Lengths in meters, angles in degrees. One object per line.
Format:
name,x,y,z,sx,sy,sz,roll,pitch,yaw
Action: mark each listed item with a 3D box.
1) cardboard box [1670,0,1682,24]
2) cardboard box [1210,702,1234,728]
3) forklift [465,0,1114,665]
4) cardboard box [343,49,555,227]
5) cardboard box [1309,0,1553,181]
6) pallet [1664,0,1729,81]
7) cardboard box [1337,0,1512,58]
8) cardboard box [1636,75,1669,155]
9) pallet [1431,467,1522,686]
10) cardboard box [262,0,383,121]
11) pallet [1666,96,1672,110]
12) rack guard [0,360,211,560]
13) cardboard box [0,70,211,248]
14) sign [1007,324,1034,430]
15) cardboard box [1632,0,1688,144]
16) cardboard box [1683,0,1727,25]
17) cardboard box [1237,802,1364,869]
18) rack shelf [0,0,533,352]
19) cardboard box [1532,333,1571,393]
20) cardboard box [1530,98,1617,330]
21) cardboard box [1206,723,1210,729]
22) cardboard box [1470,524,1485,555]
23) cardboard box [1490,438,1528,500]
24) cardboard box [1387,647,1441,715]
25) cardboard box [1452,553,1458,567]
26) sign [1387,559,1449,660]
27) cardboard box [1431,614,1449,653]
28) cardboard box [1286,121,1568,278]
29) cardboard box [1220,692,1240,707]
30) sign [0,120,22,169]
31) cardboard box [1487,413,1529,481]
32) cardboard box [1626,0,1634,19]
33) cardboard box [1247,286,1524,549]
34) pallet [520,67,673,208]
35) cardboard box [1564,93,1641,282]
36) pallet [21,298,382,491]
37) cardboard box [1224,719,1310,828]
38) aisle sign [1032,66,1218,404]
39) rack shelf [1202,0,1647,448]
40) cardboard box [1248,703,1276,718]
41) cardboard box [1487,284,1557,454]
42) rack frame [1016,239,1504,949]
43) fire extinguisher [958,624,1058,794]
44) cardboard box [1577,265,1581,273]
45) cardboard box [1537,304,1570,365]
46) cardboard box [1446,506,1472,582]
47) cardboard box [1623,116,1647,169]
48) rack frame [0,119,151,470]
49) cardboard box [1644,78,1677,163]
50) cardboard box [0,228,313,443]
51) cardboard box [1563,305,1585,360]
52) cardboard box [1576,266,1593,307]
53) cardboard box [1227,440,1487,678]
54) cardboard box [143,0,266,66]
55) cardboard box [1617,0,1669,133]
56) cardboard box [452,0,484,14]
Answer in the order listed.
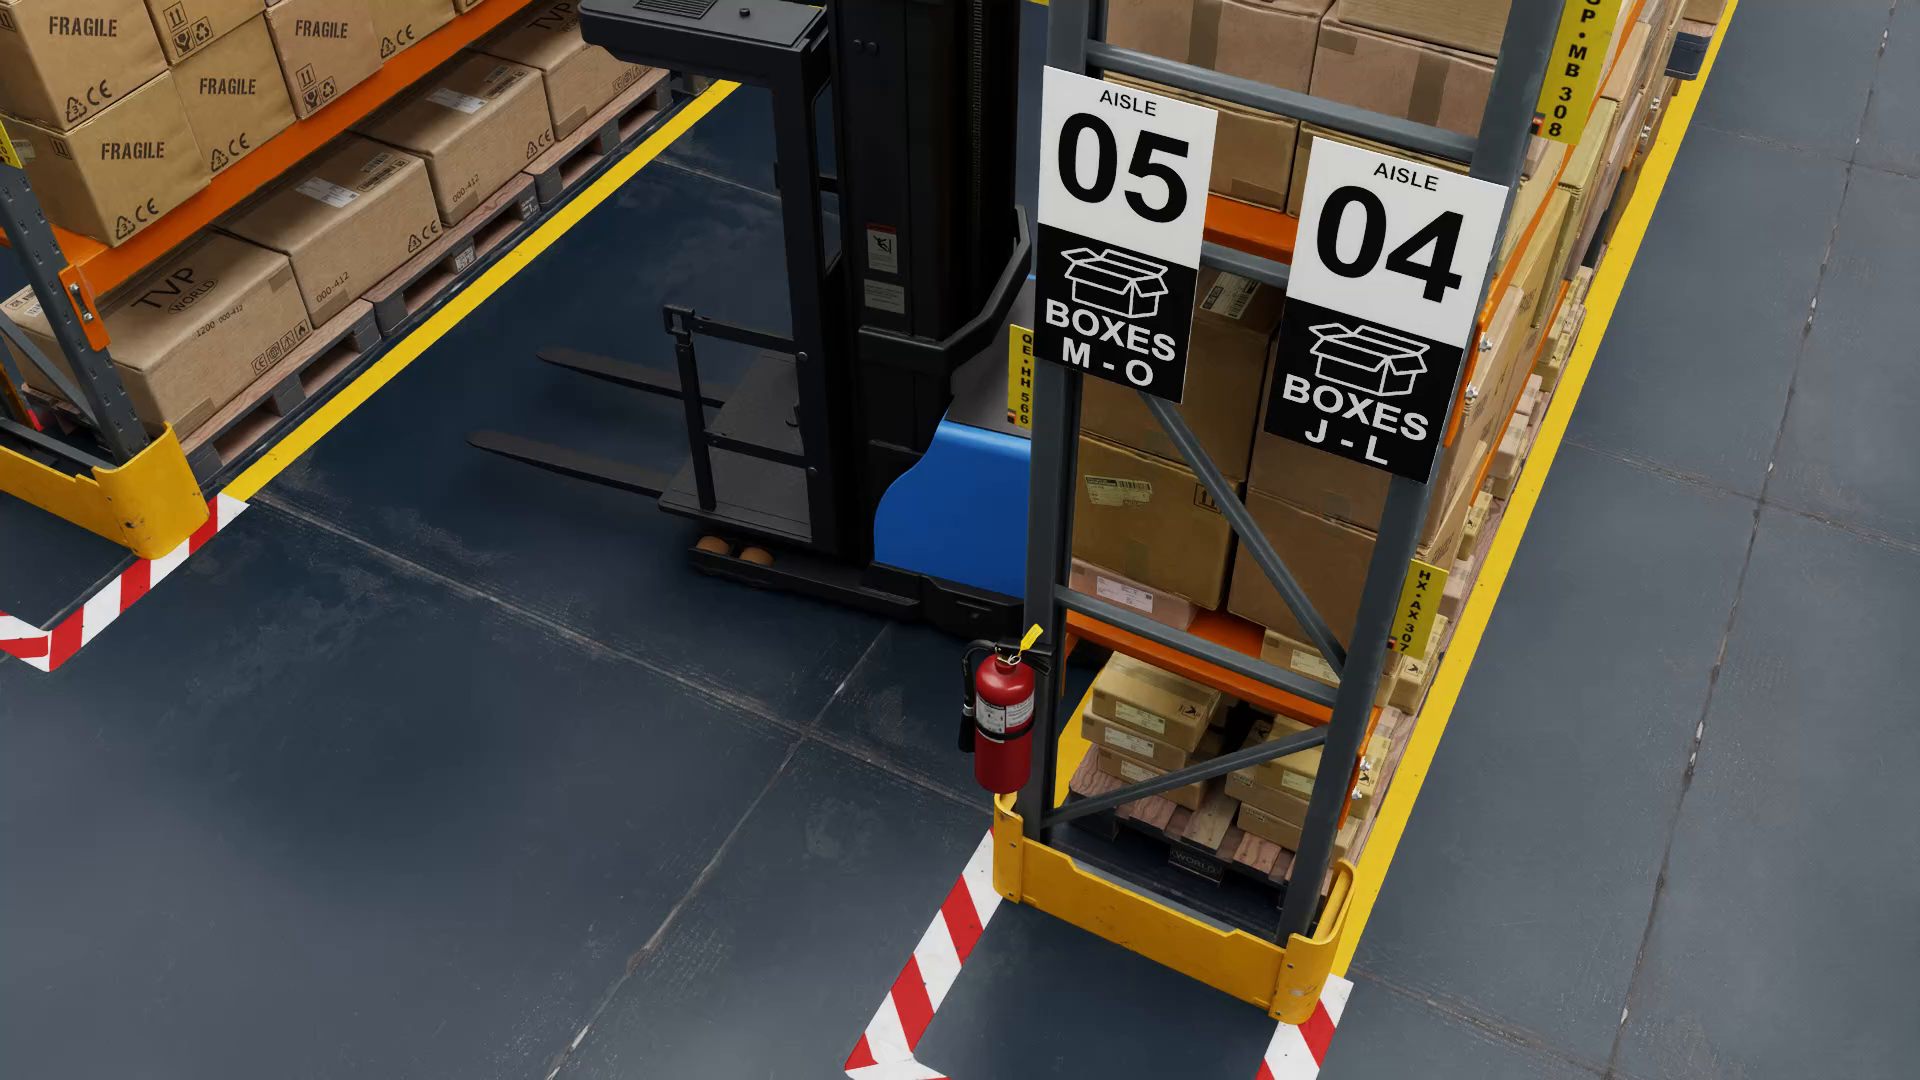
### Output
cardboard box,2.532,-2.325,6.236,0.500,0.500,0.500,19,48,18
cardboard box,0.815,0.477,5.949,0.380,0.149,0.250,19,48,18
forklift,-0.593,-1.177,6.133,3.031,2.935,1.130,14,47,13
cardboard box,-2.723,-2.112,8.515,0.875,0.438,0.875,19,48,18
cardboard box,1.092,-1.074,3.627,0.500,0.250,0.500,21,49,20
pallet,2.994,-2.585,7.611,1.003,0.211,1.213,20,49,19
cardboard box,1.005,-1.146,3.418,0.380,0.149,0.250,20,49,19
cardboard box,3.087,-2.130,7.961,0.500,0.250,0.500,18,48,17
pallet,1.665,-0.033,6.914,1.003,0.211,1.213,20,49,19
cardboard box,-2.839,-2.155,6.980,0.500,0.500,0.500,20,49,19
pallet,3.436,-2.501,9.354,1.003,0.211,1.213,20,49,19
rack guard,-3.789,-0.376,7.050,1.175,0.500,0.348,20,49,19
cardboard box,-3.301,-1.513,6.346,0.500,0.500,0.500,20,49,19
sign,0.171,-0.413,4.293,0.100,0.325,0.005,20,49,19
cardboard box,2.536,-1.961,6.579,0.500,0.500,0.500,21,49,19
cardboard box,3.100,-2.375,7.149,0.380,0.149,0.250,18,48,17
cardboard box,1.180,0.931,5.710,0.380,0.149,0.250,21,49,20
rack shelf,-2.849,-2.277,7.677,1.077,0.370,4.000,20,49,19
cardboard box,2.422,-0.817,7.228,0.380,0.149,0.250,19,48,18
cardboard box,1.587,-1.026,4.952,0.500,0.500,0.500,19,48,18
cardboard box,0.743,0.559,6.077,0.380,0.149,0.250,22,49,20
cardboard box,1.886,-0.048,6.678,0.380,0.149,0.250,20,49,19
cardboard box,2.150,-0.353,6.979,0.380,0.149,0.250,20,49,19
cardboard box,1.554,0.455,6.180,0.380,0.149,0.250,21,49,20
cardboard box,1.628,0.043,6.169,0.380,0.149,0.250,22,49,21
sign,1.134,0.176,4.139,0.100,0.325,0.005,20,49,19
cardboard box,1.552,0.342,6.083,0.380,0.149,0.250,22,49,20
cardboard box,1.088,-0.899,3.806,0.500,0.250,0.500,22,49,20
cardboard box,0.842,0.390,5.827,0.380,0.149,0.250,21,49,20
sign,-3.289,-1.415,5.655,0.100,0.325,0.005,20,49,19
cardboard box,2.035,-0.418,6.625,0.380,0.149,0.250,19,48,18
cardboard box,1.564,-1.558,4.458,0.500,0.250,0.500,19,48,18
cardboard box,1.097,-0.386,4.320,0.500,0.500,0.500,20,49,19
pallet,-2.343,-2.356,9.210,1.003,0.211,1.213,20,49,19
cardboard box,2.062,-1.321,5.947,0.500,0.500,0.500,20,49,19
pallet,-3.476,-0.819,7.691,1.003,0.211,1.213,20,49,19
cardboard box,1.124,0.805,5.625,0.380,0.149,0.250,22,49,21
aisle sign,0.354,-0.666,3.752,0.394,0.787,0.004,20,49,19
rack shelf,1.582,-1.761,5.058,1.077,0.370,4.000,20,49,19
cardboard box,1.219,0.515,5.703,0.380,0.149,0.250,21,49,20
cardboard box,1.571,-0.681,5.314,0.500,0.500,0.500,21,49,20
rack frame,0.653,0.301,4.624,1.000,3.000,0.127,20,49,19
fire extinguisher,0.128,0.465,4.778,0.296,0.674,0.183,20,49,19
cardboard box,2.576,-1.264,7.461,0.380,0.149,0.250,22,49,20
cardboard box,2.383,-0.930,7.131,0.380,0.149,0.250,20,49,19
cardboard box,1.348,-0.033,5.130,0.380,0.149,0.250,19,48,18
cardboard box,2.562,-1.675,6.753,0.380,0.149,0.250,19,48,18
rack frame,-3.778,-1.270,6.176,1.000,3.000,0.127,20,49,19
cardboard box,3.332,-2.200,8.557,0.500,0.500,0.500,23,50,21
cardboard box,-3.560,-0.966,7.382,0.875,0.438,0.875,19,48,18
cardboard box,2.630,-1.005,7.623,0.380,0.149,0.250,21,49,20
cardboard box,2.646,-1.166,7.573,0.380,0.149,0.250,21,49,20
cardboard box,1.106,-0.031,4.672,0.500,0.500,0.500,23,50,21
cardboard box,-3.069,-2.193,6.315,0.500,0.500,0.500,19,48,18
cardboard box,2.046,-1.680,5.599,0.500,0.500,0.500,22,49,20
cardboard box,-2.364,-2.801,7.619,0.500,0.500,0.500,20,49,18
